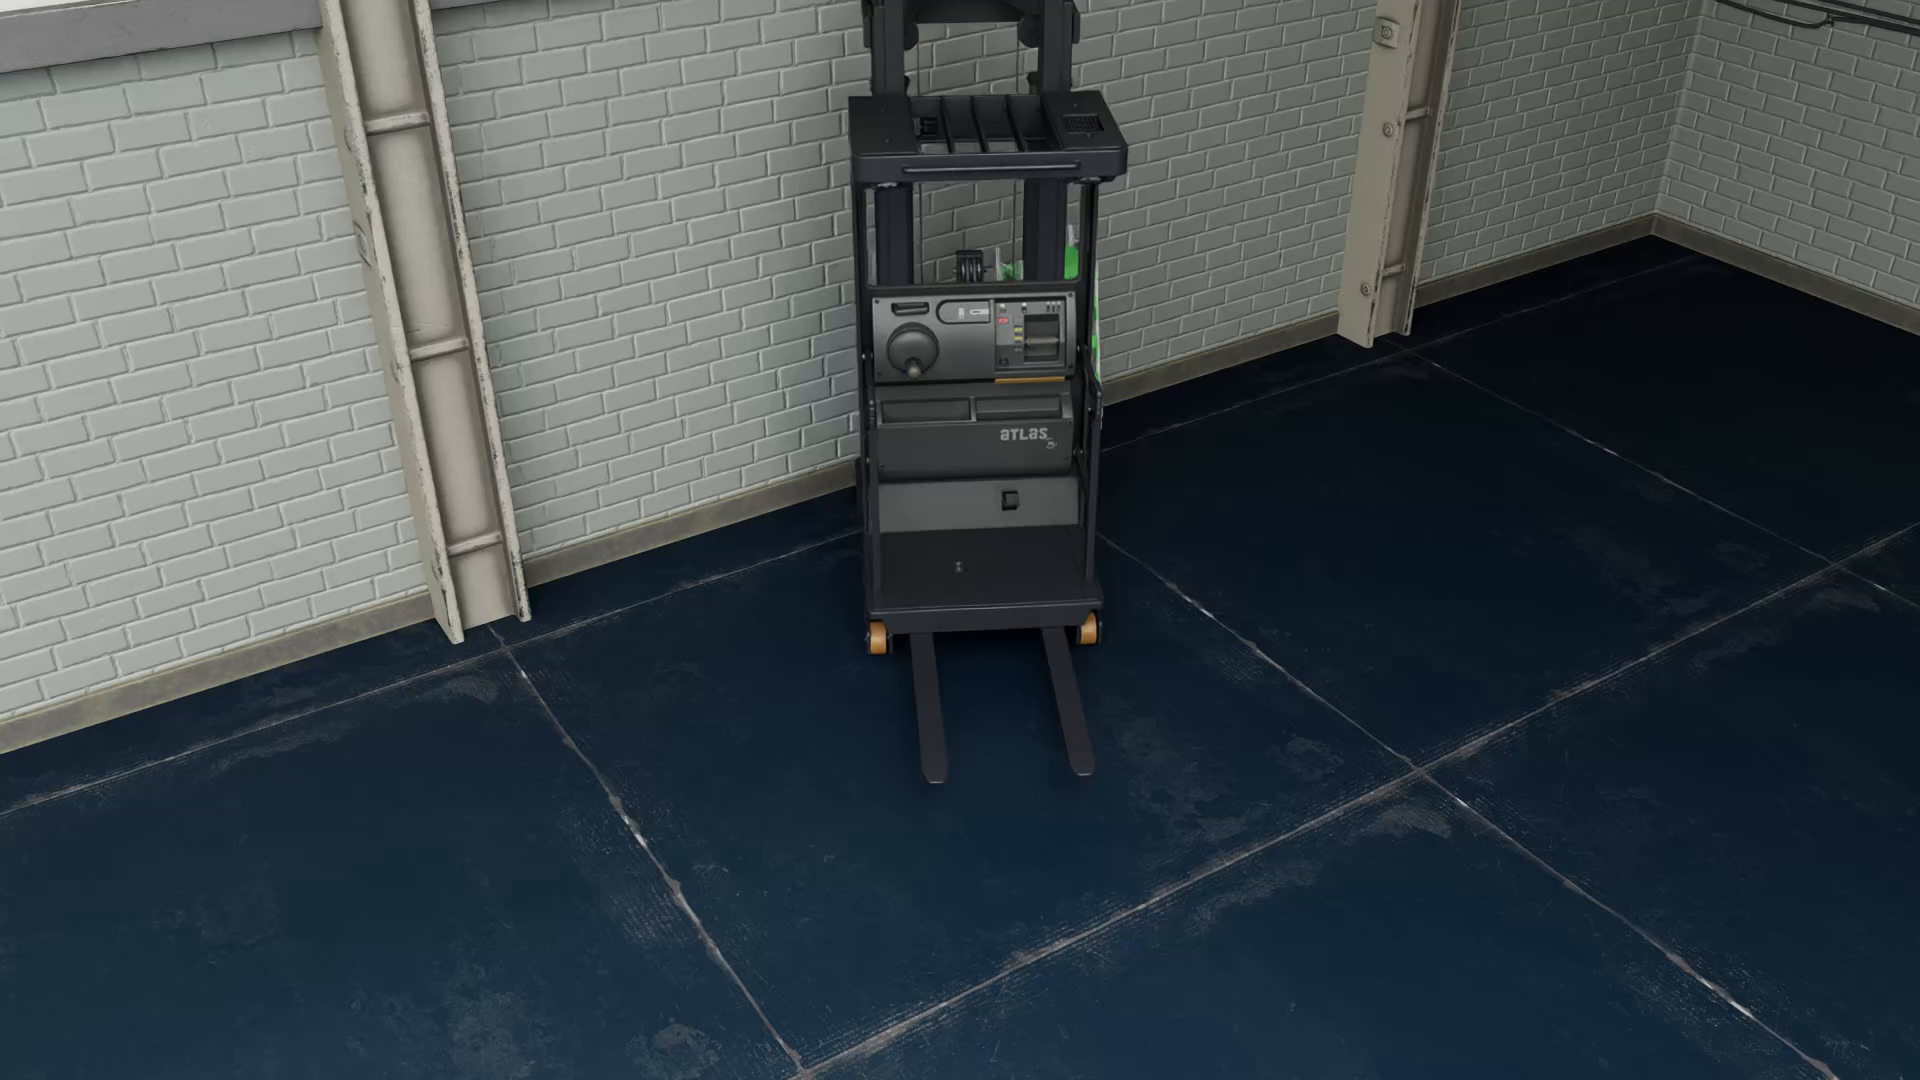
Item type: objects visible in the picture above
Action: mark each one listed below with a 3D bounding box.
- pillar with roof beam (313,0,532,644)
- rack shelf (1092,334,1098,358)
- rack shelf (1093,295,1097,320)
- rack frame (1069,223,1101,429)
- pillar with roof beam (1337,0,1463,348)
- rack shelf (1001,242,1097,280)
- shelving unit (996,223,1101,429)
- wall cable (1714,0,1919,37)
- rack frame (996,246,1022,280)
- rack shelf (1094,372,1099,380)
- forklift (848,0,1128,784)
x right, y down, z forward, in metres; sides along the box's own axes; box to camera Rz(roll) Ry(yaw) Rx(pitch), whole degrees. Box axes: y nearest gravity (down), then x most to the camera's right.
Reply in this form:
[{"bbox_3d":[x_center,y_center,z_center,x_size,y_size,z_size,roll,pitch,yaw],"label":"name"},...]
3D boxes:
[{"bbox_3d":[-0.009,-1.501,2.696,0.400,9.000,9.100,-19,37,-27],"label":"pillar with roof beam"},{"bbox_3d":[0.514,-1.067,9.398,0.480,0.148,0.258,-22,37,-25],"label":"rack shelf"},{"bbox_3d":[0.498,-1.268,9.269,0.480,0.148,0.258,-22,37,-25],"label":"rack shelf"},{"bbox_3d":[0.714,-1.203,9.467,0.015,1.200,0.240,-22,37,-25],"label":"rack frame"},{"bbox_3d":[5.034,-3.236,5.445,0.400,9.000,9.100,-19,37,-27],"label":"pillar with roof beam"},{"bbox_3d":[0.482,-1.470,9.139,0.480,0.148,0.258,-22,37,-25],"label":"rack shelf"},{"bbox_3d":[0.510,-1.120,9.364,0.503,1.200,0.258,-22,37,-25],"label":"shelving unit"},{"bbox_3d":[5.895,-4.112,9.744,0.112,2.526,3.097,-19,37,-27],"label":"wall cable"},{"bbox_3d":[0.305,-1.038,9.260,0.015,1.200,0.240,-22,37,-25],"label":"rack frame"},{"bbox_3d":[0.530,-0.865,9.527,0.480,0.148,0.258,-22,37,-25],"label":"rack shelf"},{"bbox_3d":[0.086,-0.881,7.400,1.130,2.935,3.031,-3,32,-4],"label":"forklift"}]
